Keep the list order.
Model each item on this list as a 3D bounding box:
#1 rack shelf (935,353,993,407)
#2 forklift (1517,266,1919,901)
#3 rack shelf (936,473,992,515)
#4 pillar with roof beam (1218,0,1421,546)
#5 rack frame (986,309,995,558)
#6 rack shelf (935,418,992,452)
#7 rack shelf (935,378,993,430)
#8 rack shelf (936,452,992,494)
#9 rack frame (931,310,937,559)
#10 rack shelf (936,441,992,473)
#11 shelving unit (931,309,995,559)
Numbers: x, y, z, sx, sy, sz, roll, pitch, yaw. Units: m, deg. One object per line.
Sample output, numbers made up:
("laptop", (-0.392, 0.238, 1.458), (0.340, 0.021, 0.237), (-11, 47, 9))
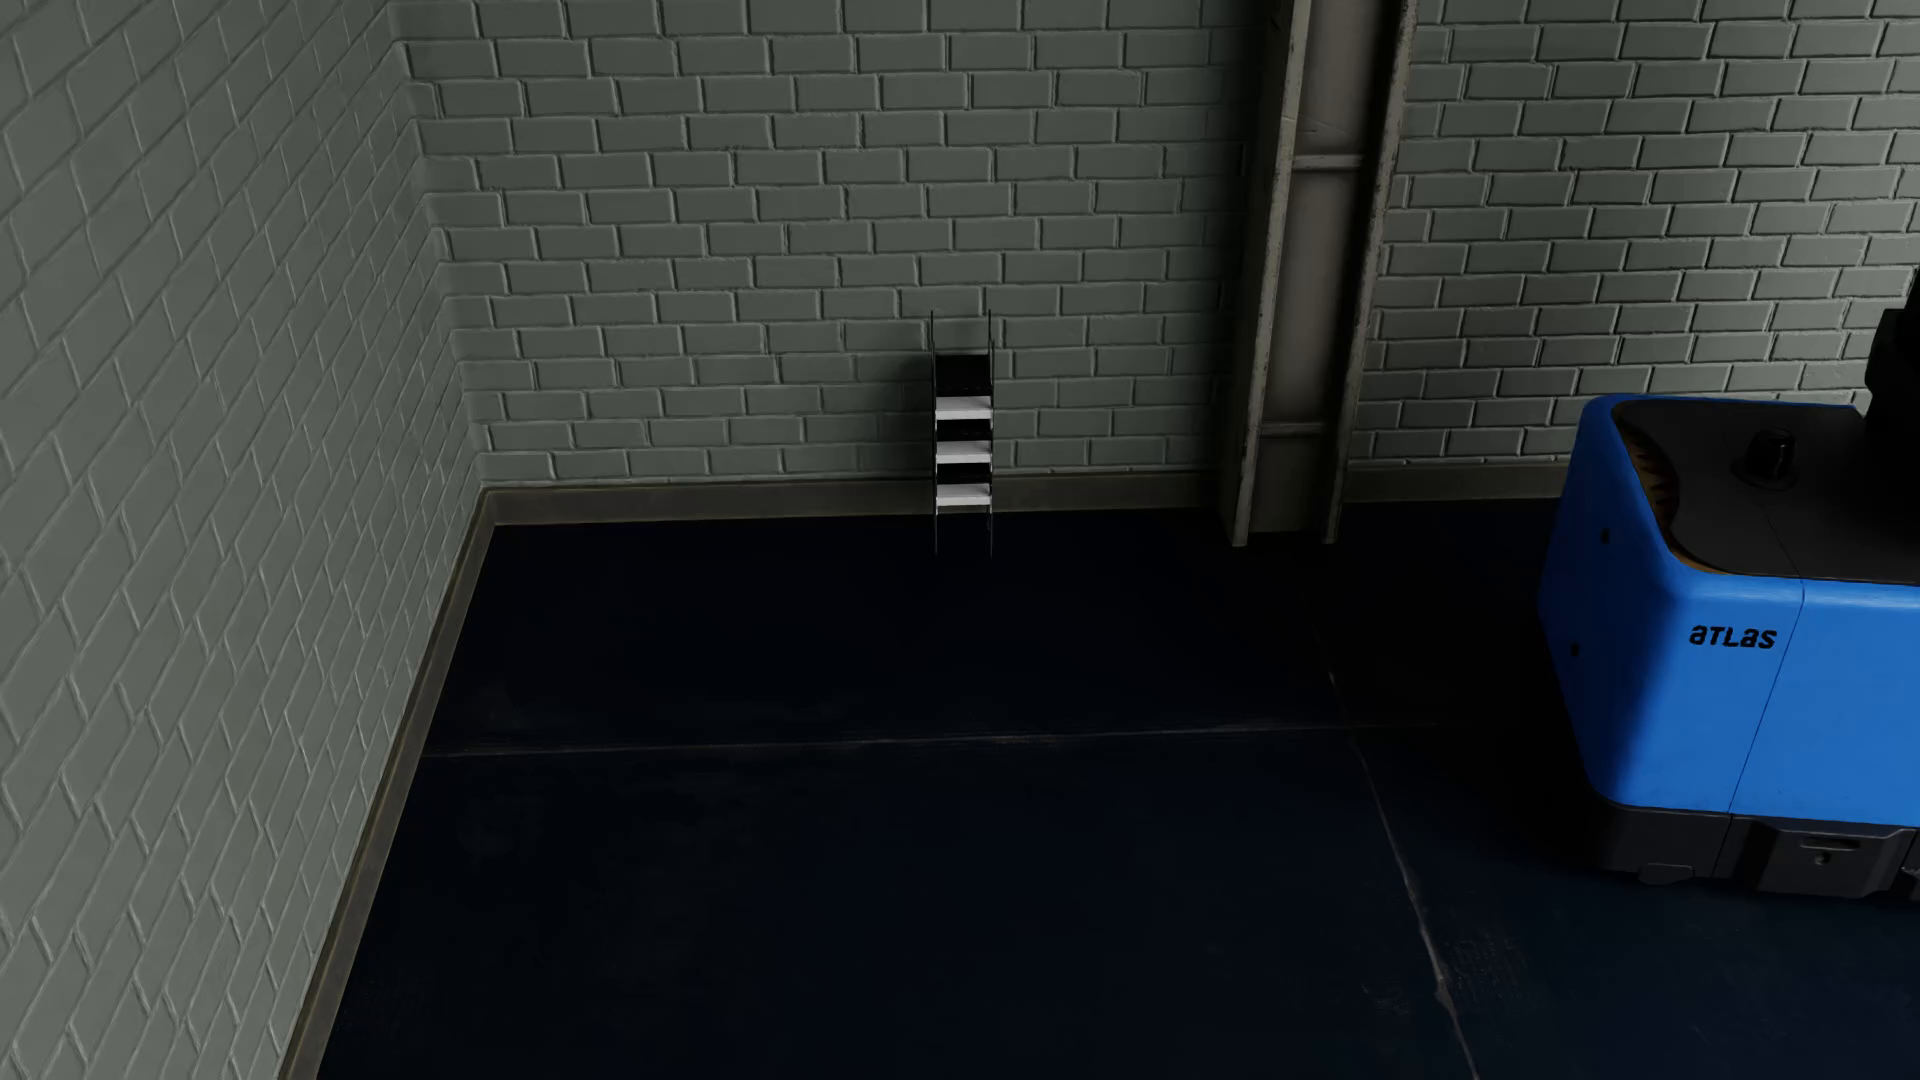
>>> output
("rack shelf", (0.008, -0.565, 5.860), (0.200, 0.077, 0.258), (-2, 35, -2))
("forklift", (3.319, -0.412, 4.270), (3.031, 2.935, 1.130), (3, 35, 5))
("rack shelf", (0.008, -0.195, 6.116), (0.200, 0.077, 0.258), (-2, 35, -2))
("pillar with roof beam", (1.408, -1.322, 0.253), (0.400, 9.000, 9.100), (-2, 35, -2))
("rack frame", (0.110, -0.373, 5.998), (0.006, 0.900, 0.240), (-2, 35, -2))
("rack shelf", (0.008, -0.417, 5.962), (0.200, 0.077, 0.258), (-2, 35, -2))
("rack shelf", (0.008, -0.491, 5.911), (0.200, 0.077, 0.258), (-2, 35, -2))
("rack shelf", (0.008, -0.269, 6.064), (0.200, 0.077, 0.258), (-2, 35, -2))
("rack frame", (-0.093, -0.367, 5.990), (0.006, 0.900, 0.240), (-2, 35, -2))
("rack shelf", (0.008, -0.343, 6.013), (0.200, 0.077, 0.258), (-2, 35, -2))
("shelving unit", (0.008, -0.370, 5.994), (0.210, 0.900, 0.258), (-2, 35, -2))
